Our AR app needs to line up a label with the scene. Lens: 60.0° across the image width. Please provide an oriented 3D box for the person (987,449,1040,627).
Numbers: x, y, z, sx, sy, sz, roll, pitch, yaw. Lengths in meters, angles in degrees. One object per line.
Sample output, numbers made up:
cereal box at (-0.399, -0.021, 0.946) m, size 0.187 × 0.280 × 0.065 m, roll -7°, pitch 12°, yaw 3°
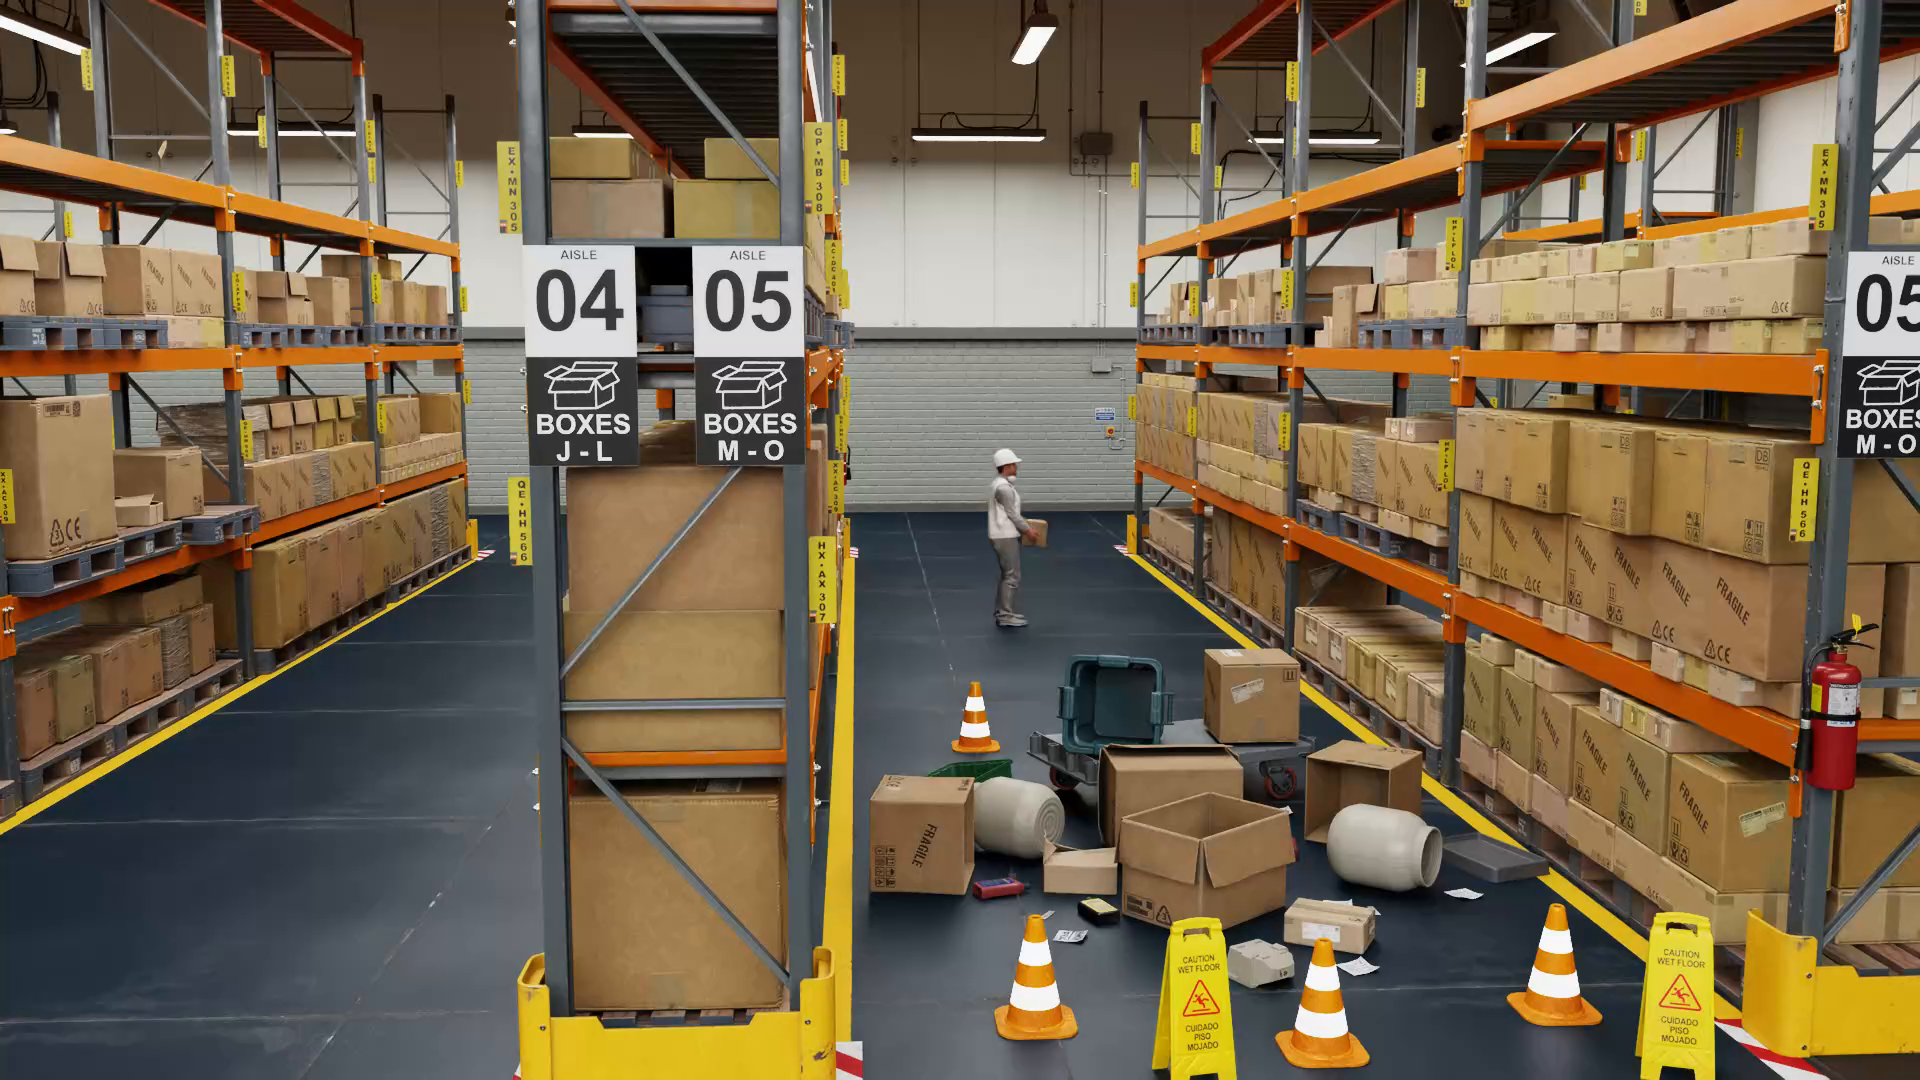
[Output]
person at (0.538, -0.032, 16.871) m, size 0.522 × 1.779 × 0.532 m, roll -1°, pitch 7°, yaw -4°
